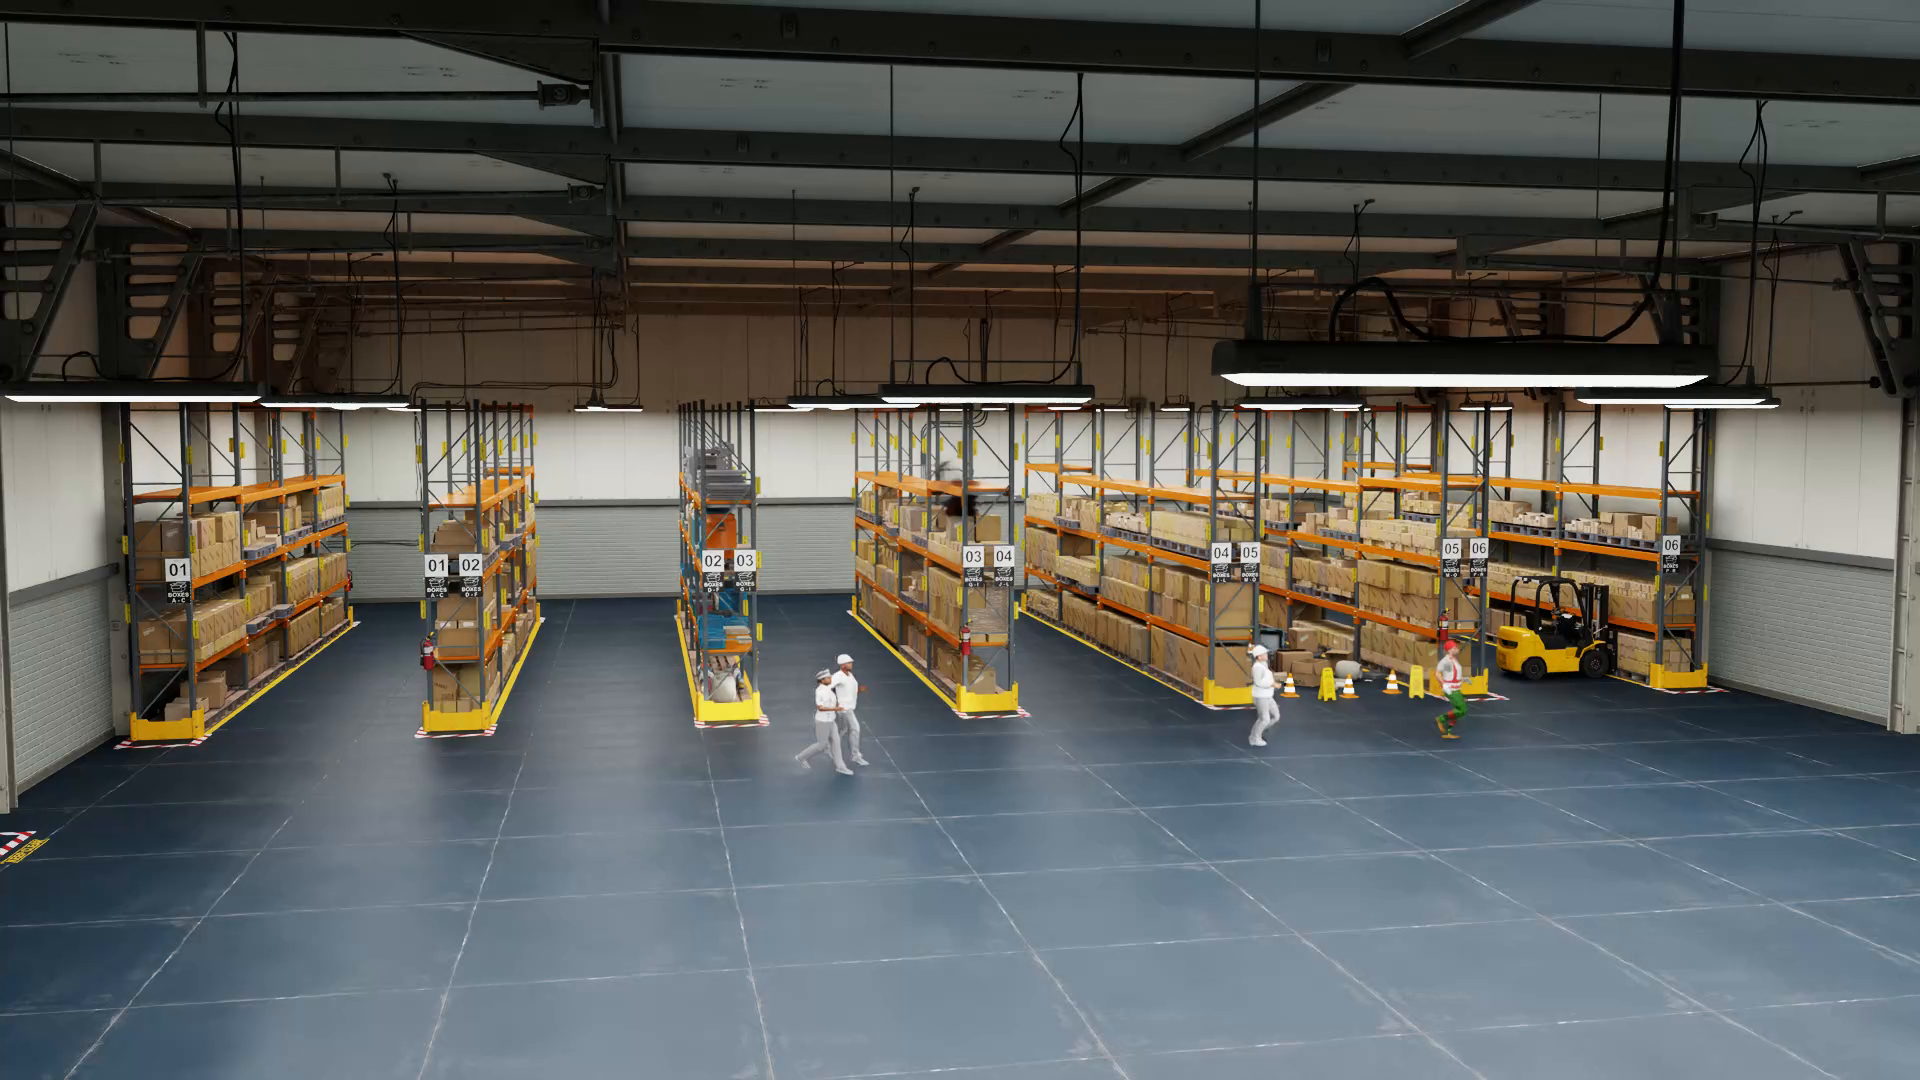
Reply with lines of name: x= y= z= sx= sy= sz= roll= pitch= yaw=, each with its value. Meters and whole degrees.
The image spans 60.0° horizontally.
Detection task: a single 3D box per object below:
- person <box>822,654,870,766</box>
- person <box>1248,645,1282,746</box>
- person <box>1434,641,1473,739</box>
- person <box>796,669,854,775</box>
person: x=-1.875 y=2.771 z=27.224 sx=0.871 sy=1.806 sz=0.685 roll=1 pitch=4 yaw=14
person: x=5.278 y=2.682 z=28.665 sx=0.598 sy=1.731 sz=0.647 roll=2 pitch=5 yaw=22
person: x=8.705 y=2.647 z=29.297 sx=0.583 sy=1.745 sz=0.664 roll=3 pitch=5 yaw=32
person: x=-2.146 y=2.874 z=26.335 sx=0.923 sy=1.699 sz=0.579 roll=1 pitch=4 yaw=11
